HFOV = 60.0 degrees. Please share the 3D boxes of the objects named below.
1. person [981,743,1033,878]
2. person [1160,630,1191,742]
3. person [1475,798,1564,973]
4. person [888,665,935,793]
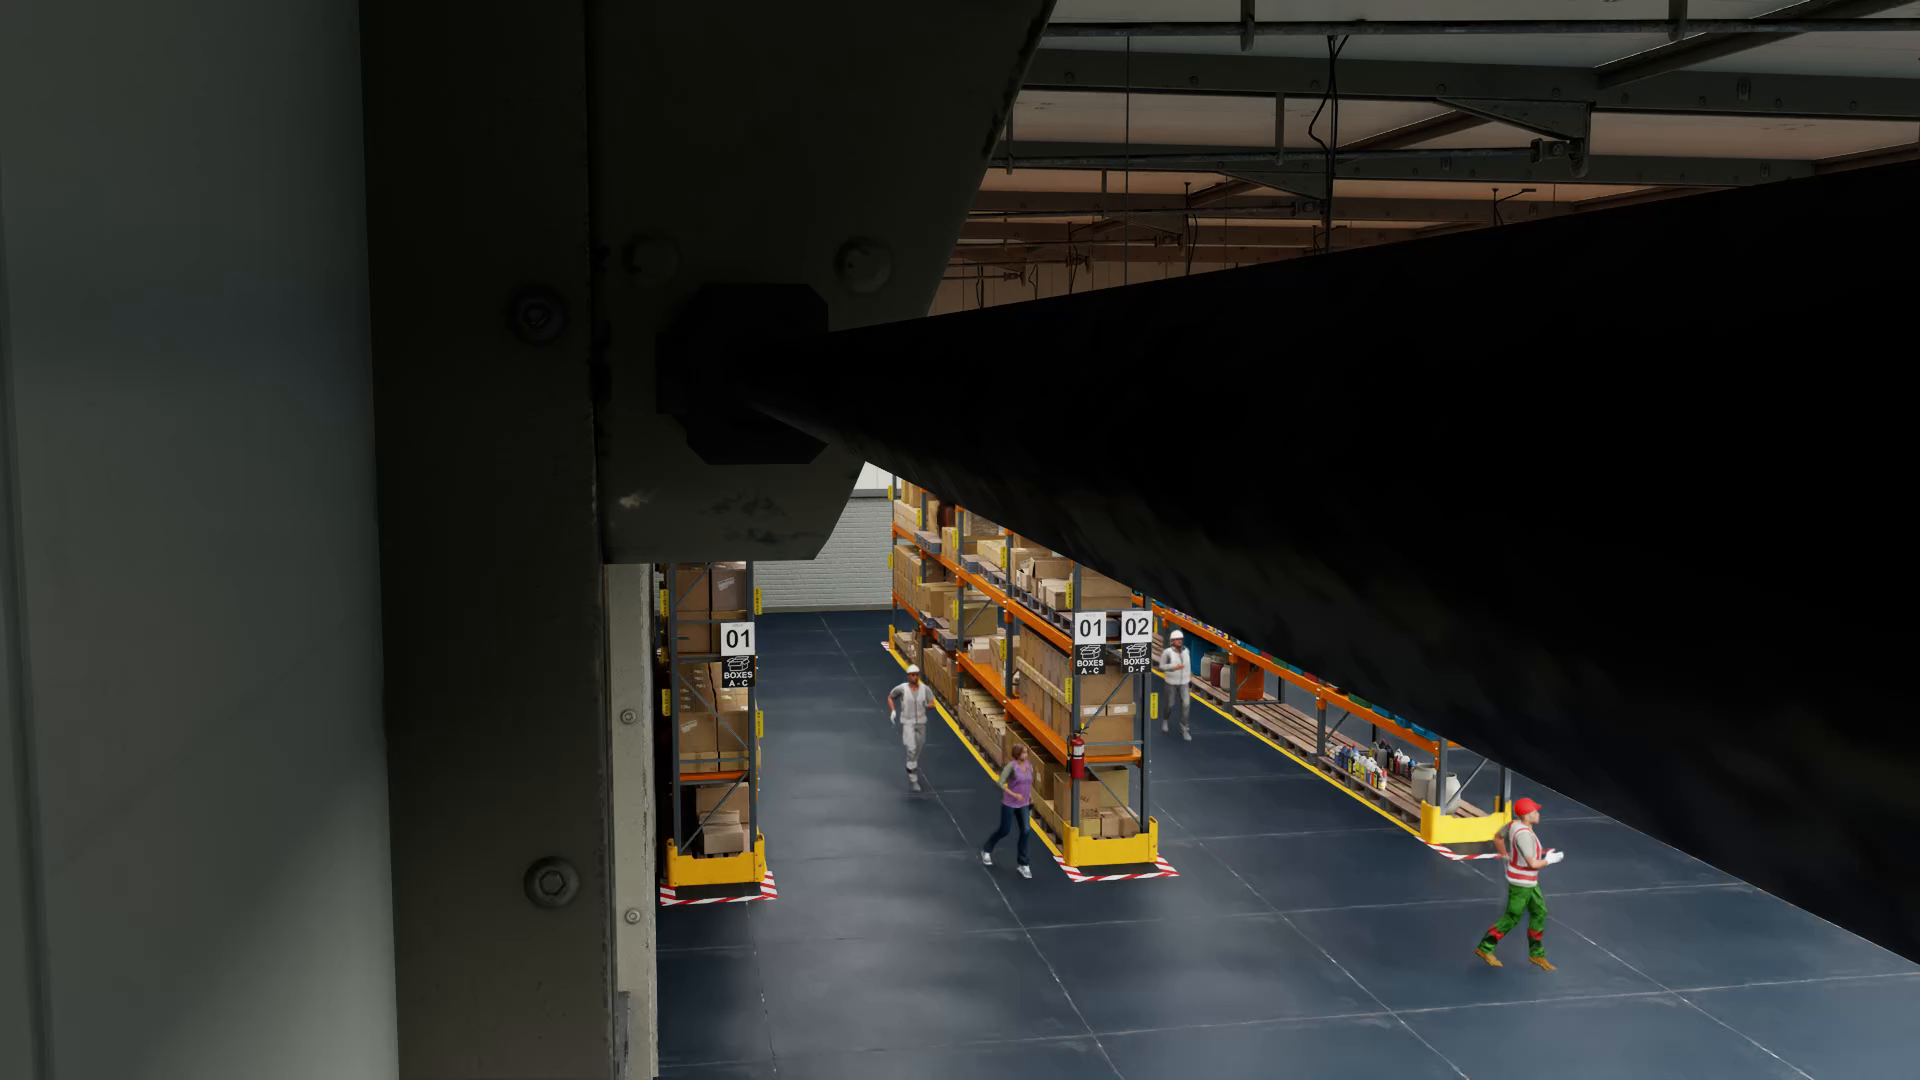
[{"bbox_3d":[0.707,3.311,20.640,0.611,1.579,0.844,-5,8,-37],"label":"person"},{"bbox_3d":[3.617,2.400,27.961,0.640,1.789,0.828,-2,6,-14],"label":"person"},{"bbox_3d":[5.785,3.572,17.202,0.836,1.846,0.661,2,6,16],"label":"person"},{"bbox_3d":[-0.697,2.753,24.691,0.655,1.817,0.910,-2,7,-21],"label":"person"}]
